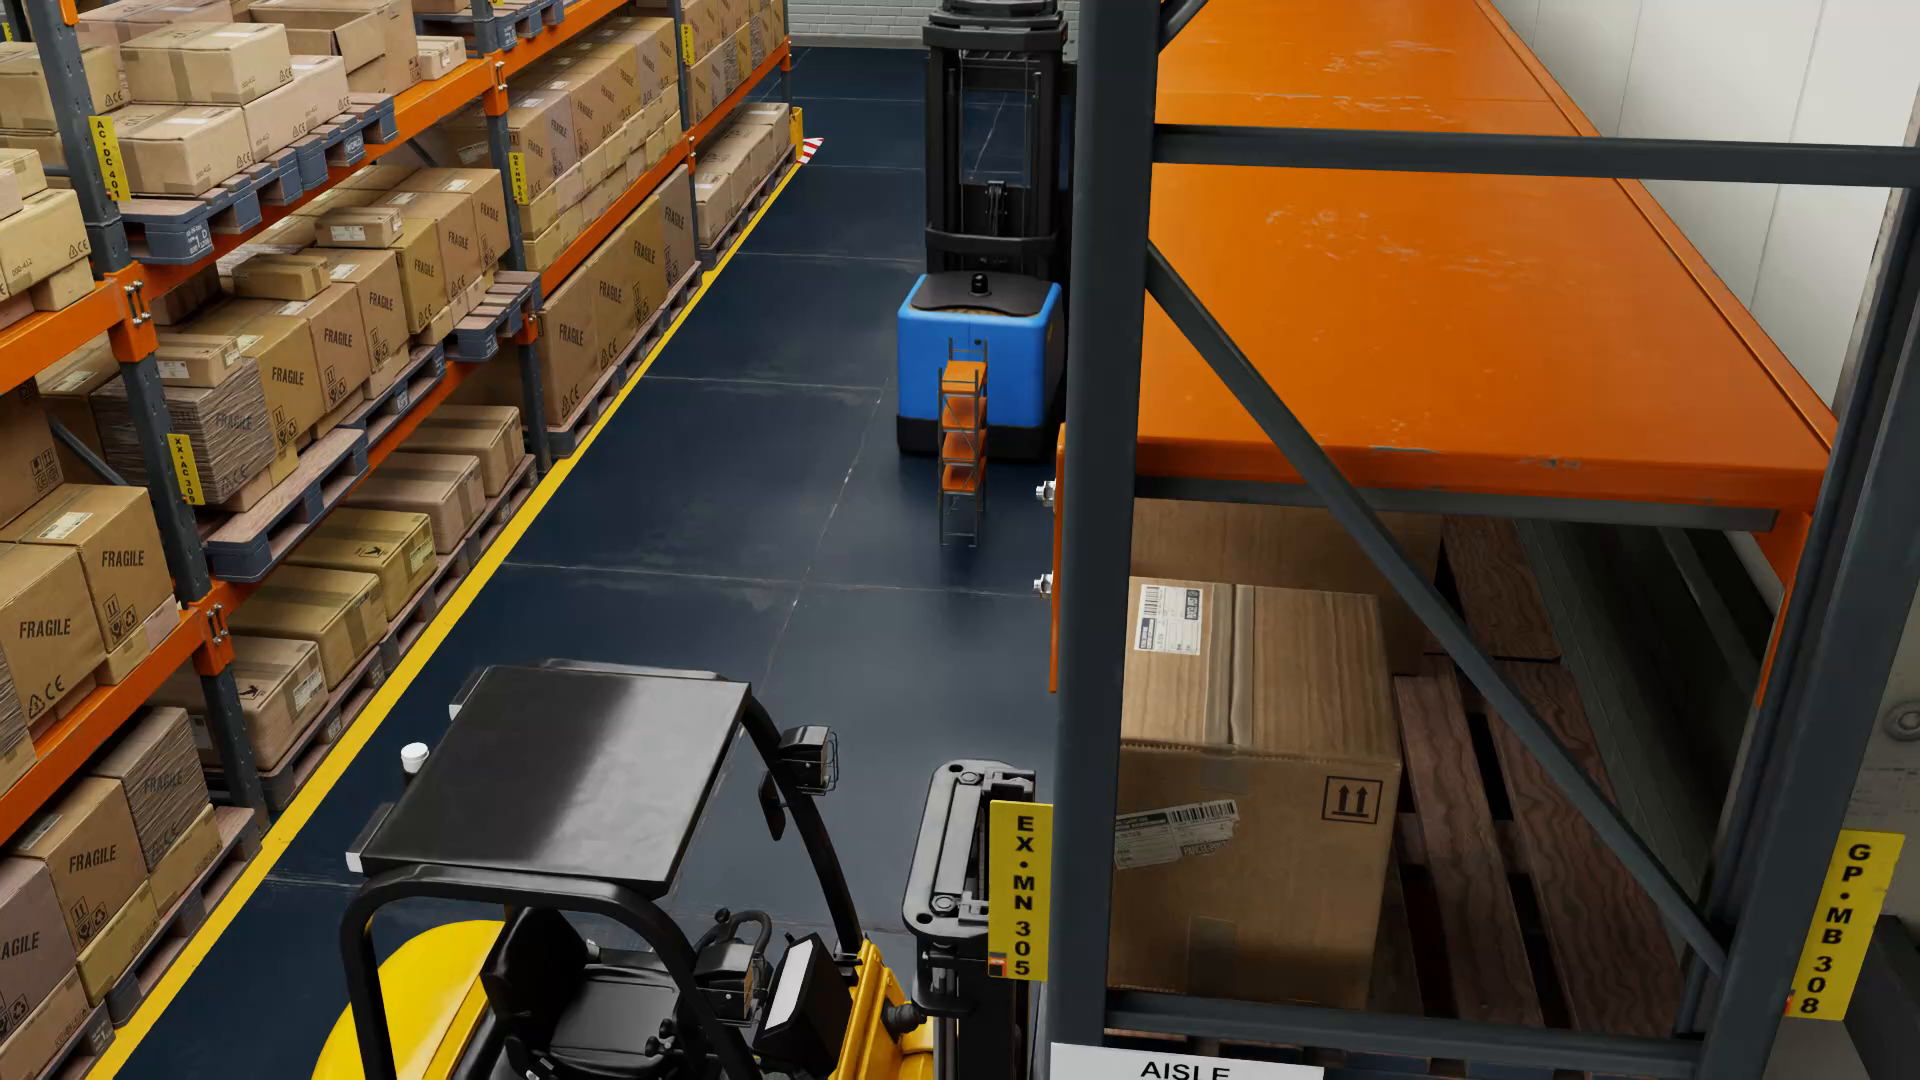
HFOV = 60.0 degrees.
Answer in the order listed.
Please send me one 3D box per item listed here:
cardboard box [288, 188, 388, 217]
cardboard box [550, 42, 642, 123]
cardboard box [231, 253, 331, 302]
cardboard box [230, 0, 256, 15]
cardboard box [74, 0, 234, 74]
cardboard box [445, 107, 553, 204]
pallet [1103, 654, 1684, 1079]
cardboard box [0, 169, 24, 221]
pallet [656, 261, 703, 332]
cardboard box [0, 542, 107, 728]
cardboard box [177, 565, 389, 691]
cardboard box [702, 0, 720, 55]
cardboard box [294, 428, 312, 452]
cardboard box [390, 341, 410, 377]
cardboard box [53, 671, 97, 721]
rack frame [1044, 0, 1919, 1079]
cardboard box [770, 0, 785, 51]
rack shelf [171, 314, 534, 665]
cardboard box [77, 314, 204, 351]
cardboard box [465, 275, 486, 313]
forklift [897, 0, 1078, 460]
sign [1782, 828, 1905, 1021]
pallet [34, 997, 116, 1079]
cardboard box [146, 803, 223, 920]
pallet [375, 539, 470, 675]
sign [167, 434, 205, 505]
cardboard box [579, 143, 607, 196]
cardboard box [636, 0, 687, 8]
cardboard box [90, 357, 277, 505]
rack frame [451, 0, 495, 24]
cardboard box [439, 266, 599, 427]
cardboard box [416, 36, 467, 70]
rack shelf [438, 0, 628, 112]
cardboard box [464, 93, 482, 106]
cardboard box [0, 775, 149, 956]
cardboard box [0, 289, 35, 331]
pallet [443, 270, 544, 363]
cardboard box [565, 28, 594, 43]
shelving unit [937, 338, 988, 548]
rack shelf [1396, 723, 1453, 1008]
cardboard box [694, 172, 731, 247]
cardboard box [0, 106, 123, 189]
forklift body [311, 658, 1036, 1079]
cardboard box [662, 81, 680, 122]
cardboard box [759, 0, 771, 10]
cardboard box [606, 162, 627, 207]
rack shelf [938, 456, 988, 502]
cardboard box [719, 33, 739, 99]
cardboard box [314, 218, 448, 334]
[{"bbox_3d":[-3.659,-1.741,9.750,0.500,0.500,0.500,5,29,9],"label":"cardboard box"},{"bbox_3d":[-2.771,-3.486,12.691,0.500,0.500,0.500,4,29,8],"label":"cardboard box"},{"bbox_3d":[-3.368,-1.306,8.258,0.380,0.149,0.250,5,29,9],"label":"cardboard box"},{"bbox_3d":[-7.254,-5.064,16.361,0.500,0.500,0.500,5,29,9],"label":"cardboard box"},{"bbox_3d":[-3.760,-2.364,7.793,0.500,0.250,0.500,4,29,7],"label":"cardboard box"},{"bbox_3d":[-3.015,-2.528,10.912,0.500,0.500,0.500,2,28,5],"label":"cardboard box"},{"bbox_3d":[0.741,0.614,3.170,1.003,0.211,1.213,3,28,6],"label":"pallet"},{"bbox_3d":[-3.586,-1.215,5.896,0.380,0.149,0.250,3,28,5],"label":"cardboard box"},{"bbox_3d":[-2.847,-2.113,14.242,1.003,0.211,1.213,3,28,6],"label":"pallet"},{"bbox_3d":[-3.672,0.349,6.313,0.500,0.500,0.500,4,29,8],"label":"cardboard box"},{"bbox_3d":[-3.661,0.444,8.884,0.950,0.372,0.625,5,29,9],"label":"cardboard box"},{"bbox_3d":[-2.461,-4.640,14.833,0.500,0.500,0.500,3,28,6],"label":"cardboard box"},{"bbox_3d":[-3.428,-0.514,8.155,0.380,0.149,0.250,5,29,9],"label":"cardboard box"},{"bbox_3d":[-3.236,-0.998,9.054,0.380,0.149,0.250,2,28,5],"label":"cardboard box"},{"bbox_3d":[-3.678,0.573,6.581,0.380,0.149,0.250,3,29,6],"label":"cardboard box"},{"bbox_3d":[0.629,-0.414,1.823,1.000,3.000,0.127,3,28,6],"label":"rack frame"},{"bbox_3d":[-2.134,-5.393,17.284,0.500,0.500,0.500,4,29,6],"label":"cardboard box"},{"bbox_3d":[-3.563,-0.567,9.191,1.077,0.370,4.000,3,28,6],"label":"rack shelf"},{"bbox_3d":[-3.920,-0.767,7.941,0.500,0.500,0.500,4,29,6],"label":"cardboard box"},{"bbox_3d":[-3.072,-1.480,9.949,0.380,0.149,0.250,3,28,6],"label":"cardboard box"},{"bbox_3d":[0.344,-2.521,12.132,1.130,2.935,3.031,5,29,10],"label":"forklift"},{"bbox_3d":[1.179,0.522,2.243,0.100,0.325,0.005,3,28,6],"label":"sign"},{"bbox_3d":[-4.002,2.179,6.275,1.003,0.211,1.213,3,28,6],"label":"pallet"},{"bbox_3d":[-3.614,1.377,7.280,0.500,0.250,0.500,5,29,9],"label":"cardboard box"},{"bbox_3d":[-3.567,0.343,9.684,1.003,0.211,1.213,3,28,6],"label":"pallet"},{"bbox_3d":[-3.268,-0.296,7.016,0.100,0.325,0.005,3,28,6],"label":"sign"},{"bbox_3d":[-2.873,-2.681,11.987,0.500,0.250,0.500,3,28,6],"label":"cardboard box"},{"bbox_3d":[-2.531,-4.612,14.096,0.380,0.149,0.250,3,28,5],"label":"cardboard box"},{"bbox_3d":[-3.466,-0.507,7.458,0.500,0.500,0.500,4,29,7],"label":"cardboard box"},{"bbox_3d":[-3.318,-4.467,9.345,1.000,3.000,0.127,3,28,6],"label":"rack frame"},{"bbox_3d":[-3.151,-1.395,11.767,0.875,0.875,0.875,3,28,6],"label":"cardboard box"},{"bbox_3d":[-3.148,-2.875,9.818,0.380,0.149,0.250,3,28,6],"label":"cardboard box"},{"bbox_3d":[-3.073,-3.771,11.975,1.077,0.370,4.000,3,28,6],"label":"rack shelf"},{"bbox_3d":[-3.459,-2.810,11.436,0.500,0.500,0.500,4,29,7],"label":"cardboard box"},{"bbox_3d":[-3.675,1.286,6.657,0.500,0.500,0.500,4,29,7],"label":"cardboard box"},{"bbox_3d":[-3.662,-0.873,6.102,0.380,0.149,0.250,4,29,7],"label":"cardboard box"},{"bbox_3d":[-3.299,-1.399,10.179,1.213,0.211,1.003,3,28,6],"label":"pallet"},{"bbox_3d":[-3.202,-3.761,13.201,0.500,0.500,0.500,3,28,6],"label":"cardboard box"},{"bbox_3d":[0.020,-0.606,10.402,0.258,1.200,0.503,3,28,6],"label":"shelving unit"},{"bbox_3d":[0.874,0.282,4.453,1.077,0.370,4.000,3,28,6],"label":"rack shelf"},{"bbox_3d":[-2.644,-3.055,15.308,0.875,0.438,0.875,3,28,5],"label":"cardboard box"},{"bbox_3d":[-3.880,-1.665,7.024,0.500,0.250,0.500,3,28,5],"label":"cardboard box"},{"bbox_3d":[-0.950,1.602,5.301,2.313,2.155,1.214,3,28,6],"label":"forklift body"},{"bbox_3d":[-2.640,-3.641,13.768,0.500,0.250,0.500,3,28,6],"label":"cardboard box"},{"bbox_3d":[-2.195,-5.587,16.590,0.500,0.500,0.500,3,29,6],"label":"cardboard box"},{"bbox_3d":[-2.836,-2.697,12.544,0.500,0.250,0.500,3,28,6],"label":"cardboard box"},{"bbox_3d":[0.020,-0.372,10.528,0.258,0.148,0.480,3,28,6],"label":"rack shelf"},{"bbox_3d":[-2.377,-4.428,15.494,0.500,0.500,0.500,4,29,7],"label":"cardboard box"},{"bbox_3d":[-3.211,-1.474,9.253,0.500,0.500,0.500,1,28,3],"label":"cardboard box"}]
